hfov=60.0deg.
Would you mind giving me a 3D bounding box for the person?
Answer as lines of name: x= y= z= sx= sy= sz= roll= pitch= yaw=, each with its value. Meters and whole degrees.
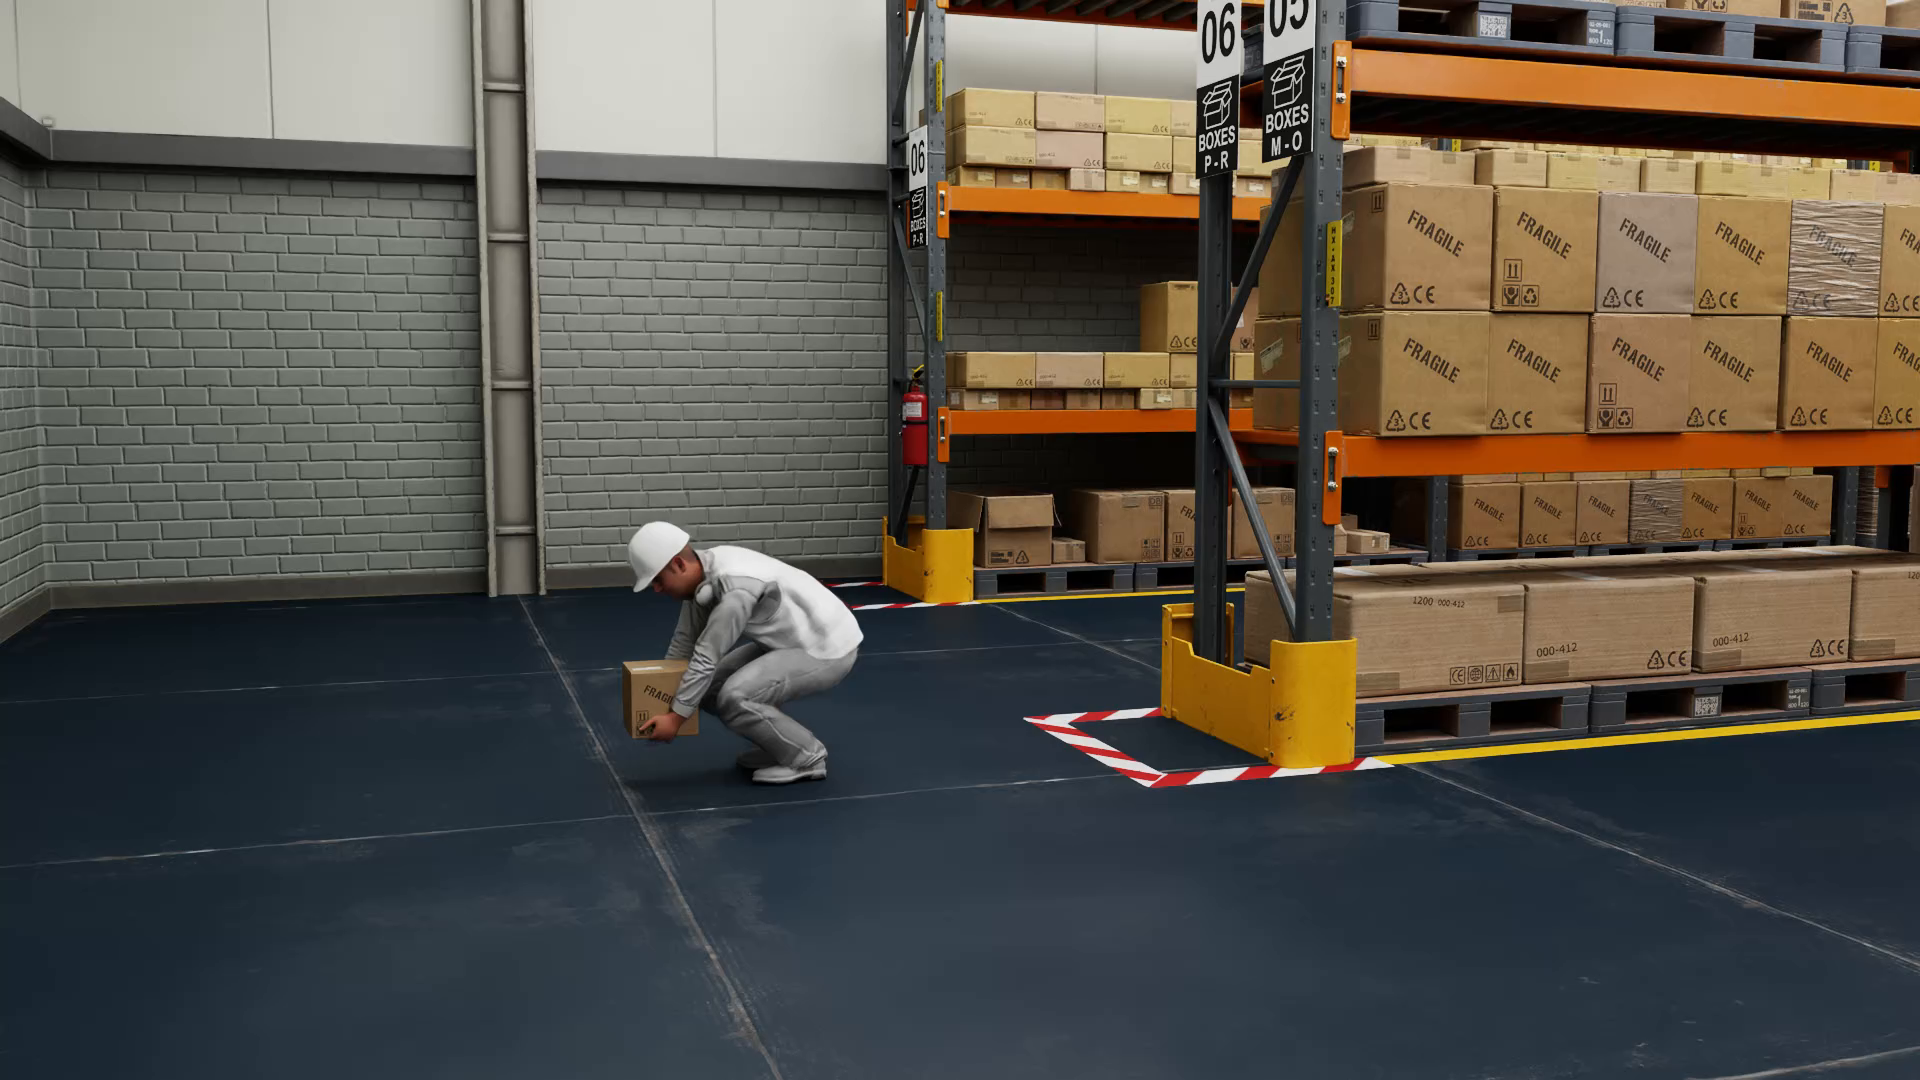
person: x=-0.824 y=0.419 z=6.396 sx=0.891 sy=1.010 sz=0.512 roll=-2 pitch=6 yaw=-20
